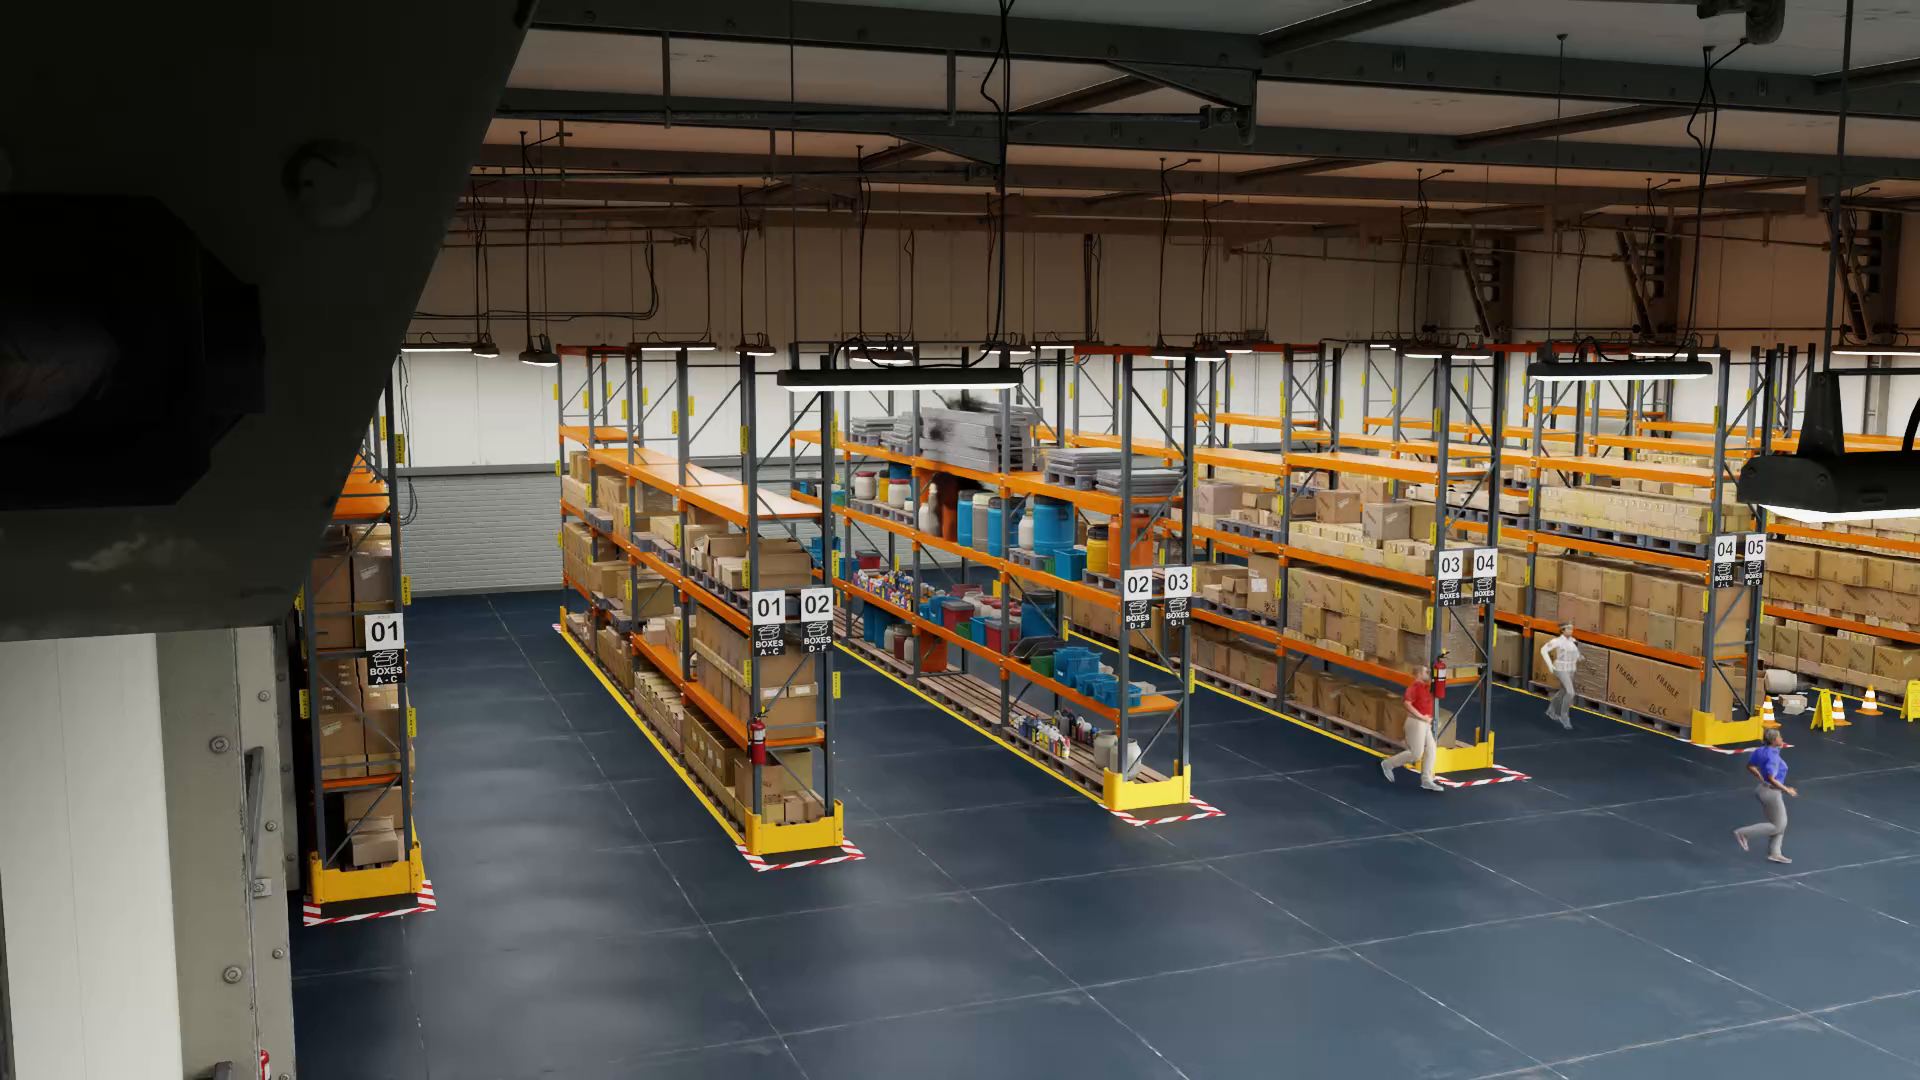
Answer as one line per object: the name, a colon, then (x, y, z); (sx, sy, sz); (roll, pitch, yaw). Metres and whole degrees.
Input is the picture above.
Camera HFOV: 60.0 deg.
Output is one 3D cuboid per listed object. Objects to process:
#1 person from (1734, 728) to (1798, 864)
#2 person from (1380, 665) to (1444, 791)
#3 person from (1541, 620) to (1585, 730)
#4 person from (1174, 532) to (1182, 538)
person: (9.568, 3.046, 19.771); (0.711, 1.624, 0.577); (1, 7, 6)
person: (6.351, 2.577, 23.066); (0.869, 1.685, 0.715); (5, 9, 32)
person: (9.646, 2.134, 26.529); (0.578, 1.753, 0.725); (-4, 8, -31)
person: (5.028, 0.639, 38.184); (0.595, 1.705, 0.853); (-2, 8, -15)
